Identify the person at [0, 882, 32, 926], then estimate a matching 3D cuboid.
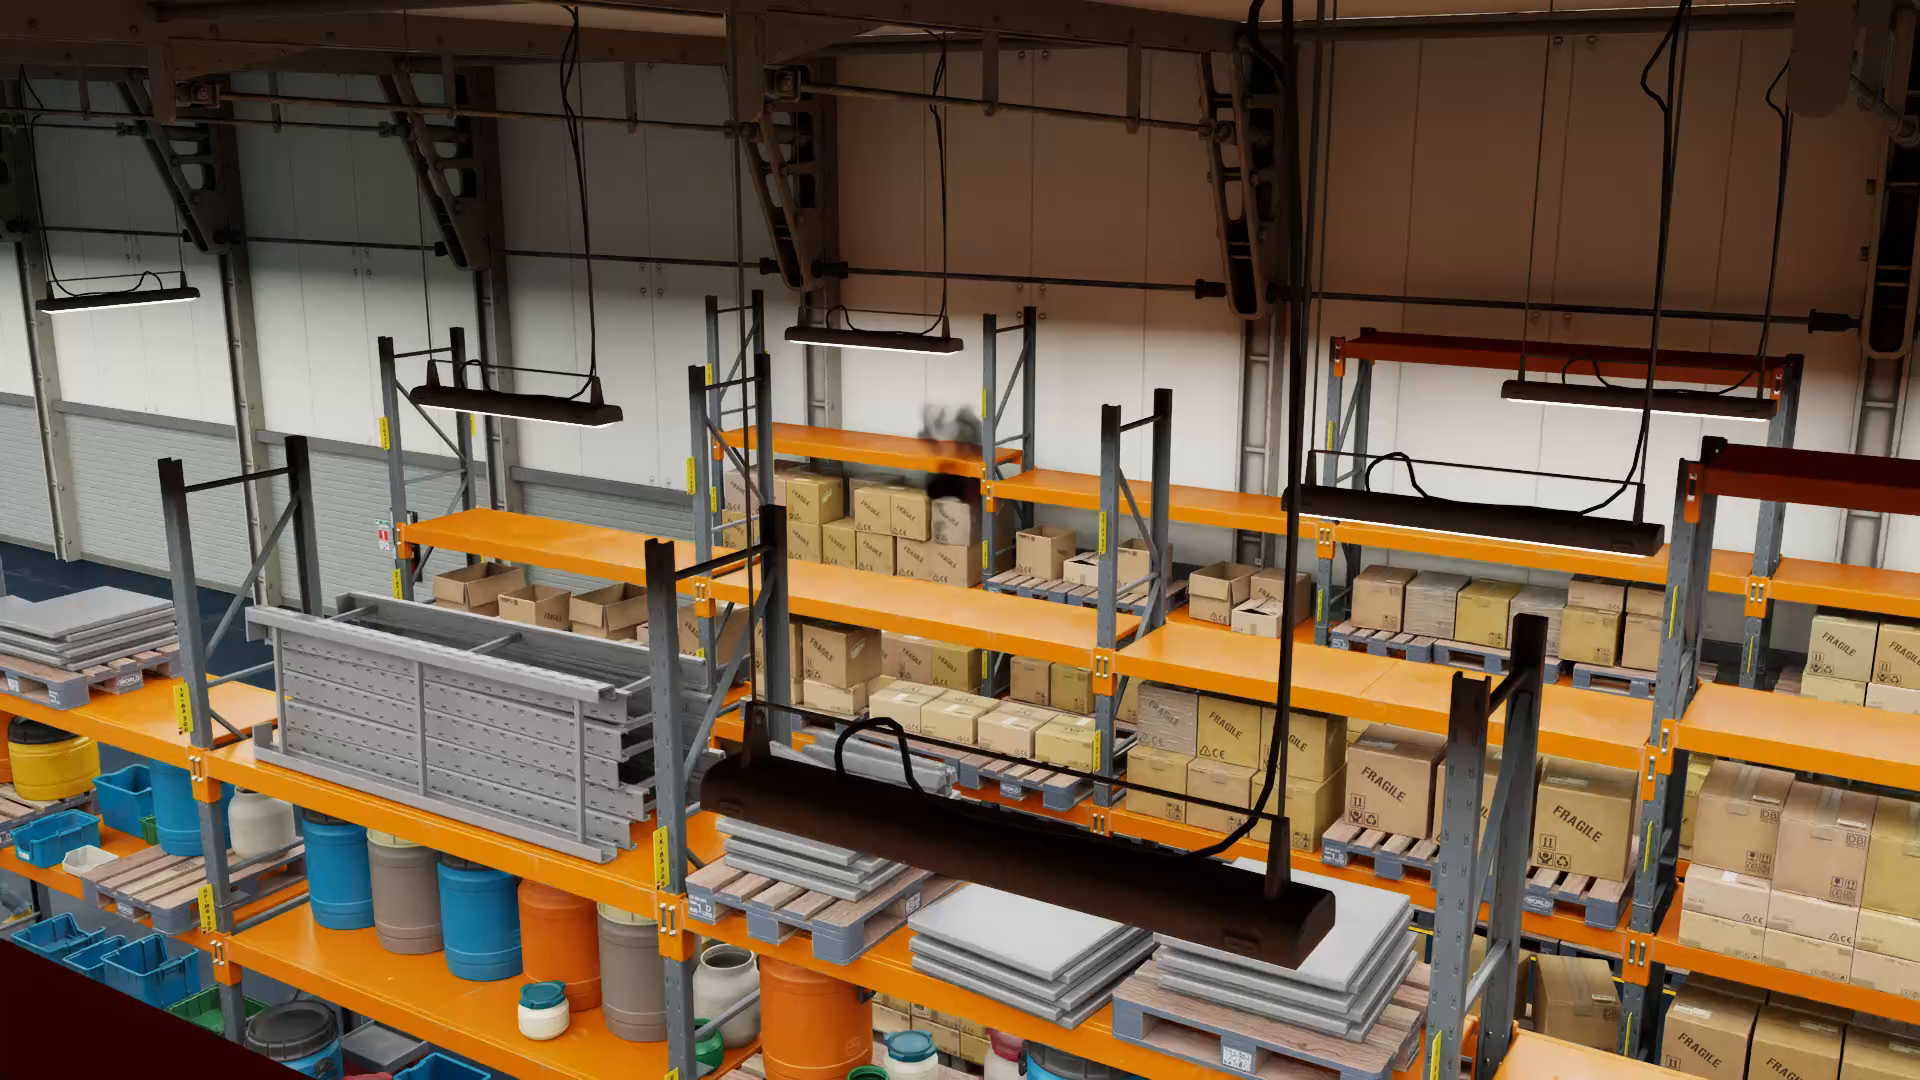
[{"bbox_3d":[-9.951,3.151,16.771,0.871,1.806,0.685,-8,16,-30],"label":"person"}]
